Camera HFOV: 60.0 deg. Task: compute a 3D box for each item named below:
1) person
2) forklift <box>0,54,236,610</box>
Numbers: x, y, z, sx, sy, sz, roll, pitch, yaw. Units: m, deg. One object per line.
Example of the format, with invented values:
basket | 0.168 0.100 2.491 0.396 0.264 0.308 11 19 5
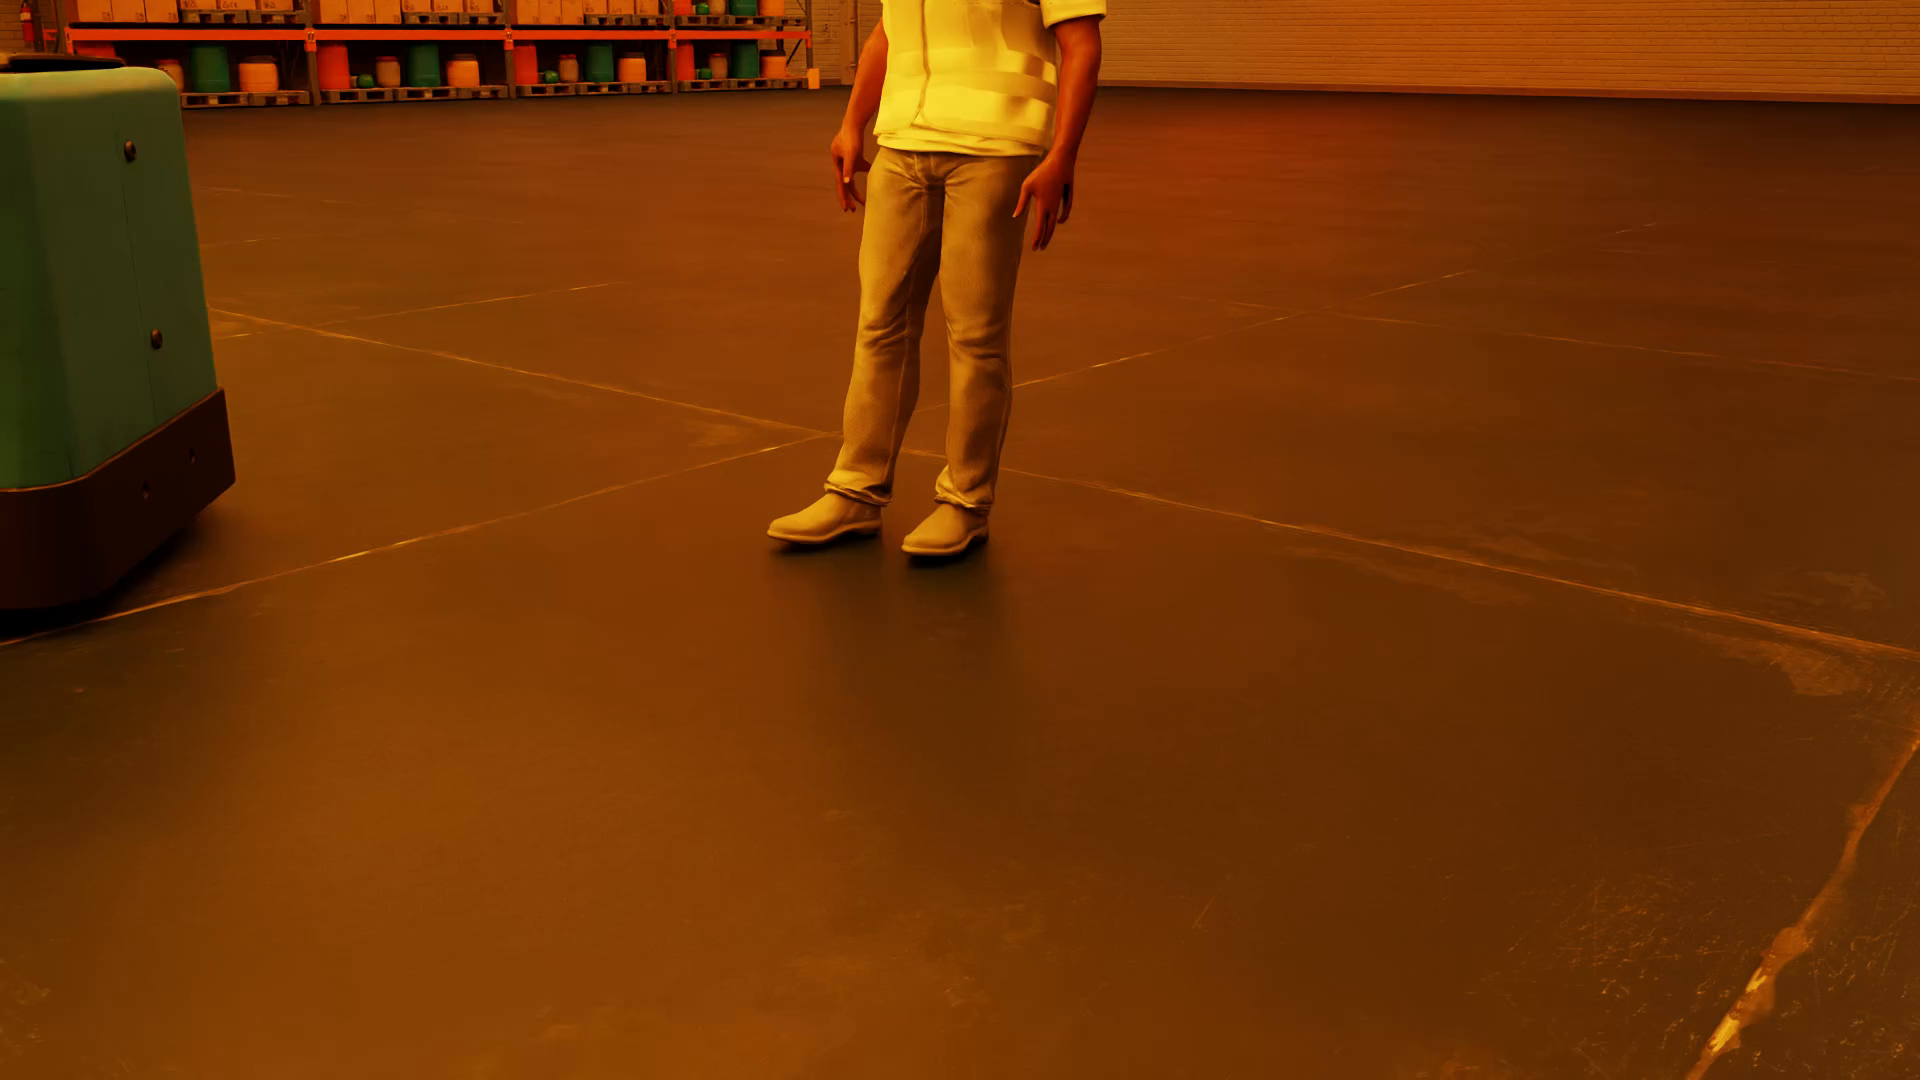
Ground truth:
person | -0.048 -0.837 3.634 0.666 1.768 0.575 13 21 37
forklift | -3.275 -1.305 3.196 3.031 2.935 1.130 -2 17 -6
